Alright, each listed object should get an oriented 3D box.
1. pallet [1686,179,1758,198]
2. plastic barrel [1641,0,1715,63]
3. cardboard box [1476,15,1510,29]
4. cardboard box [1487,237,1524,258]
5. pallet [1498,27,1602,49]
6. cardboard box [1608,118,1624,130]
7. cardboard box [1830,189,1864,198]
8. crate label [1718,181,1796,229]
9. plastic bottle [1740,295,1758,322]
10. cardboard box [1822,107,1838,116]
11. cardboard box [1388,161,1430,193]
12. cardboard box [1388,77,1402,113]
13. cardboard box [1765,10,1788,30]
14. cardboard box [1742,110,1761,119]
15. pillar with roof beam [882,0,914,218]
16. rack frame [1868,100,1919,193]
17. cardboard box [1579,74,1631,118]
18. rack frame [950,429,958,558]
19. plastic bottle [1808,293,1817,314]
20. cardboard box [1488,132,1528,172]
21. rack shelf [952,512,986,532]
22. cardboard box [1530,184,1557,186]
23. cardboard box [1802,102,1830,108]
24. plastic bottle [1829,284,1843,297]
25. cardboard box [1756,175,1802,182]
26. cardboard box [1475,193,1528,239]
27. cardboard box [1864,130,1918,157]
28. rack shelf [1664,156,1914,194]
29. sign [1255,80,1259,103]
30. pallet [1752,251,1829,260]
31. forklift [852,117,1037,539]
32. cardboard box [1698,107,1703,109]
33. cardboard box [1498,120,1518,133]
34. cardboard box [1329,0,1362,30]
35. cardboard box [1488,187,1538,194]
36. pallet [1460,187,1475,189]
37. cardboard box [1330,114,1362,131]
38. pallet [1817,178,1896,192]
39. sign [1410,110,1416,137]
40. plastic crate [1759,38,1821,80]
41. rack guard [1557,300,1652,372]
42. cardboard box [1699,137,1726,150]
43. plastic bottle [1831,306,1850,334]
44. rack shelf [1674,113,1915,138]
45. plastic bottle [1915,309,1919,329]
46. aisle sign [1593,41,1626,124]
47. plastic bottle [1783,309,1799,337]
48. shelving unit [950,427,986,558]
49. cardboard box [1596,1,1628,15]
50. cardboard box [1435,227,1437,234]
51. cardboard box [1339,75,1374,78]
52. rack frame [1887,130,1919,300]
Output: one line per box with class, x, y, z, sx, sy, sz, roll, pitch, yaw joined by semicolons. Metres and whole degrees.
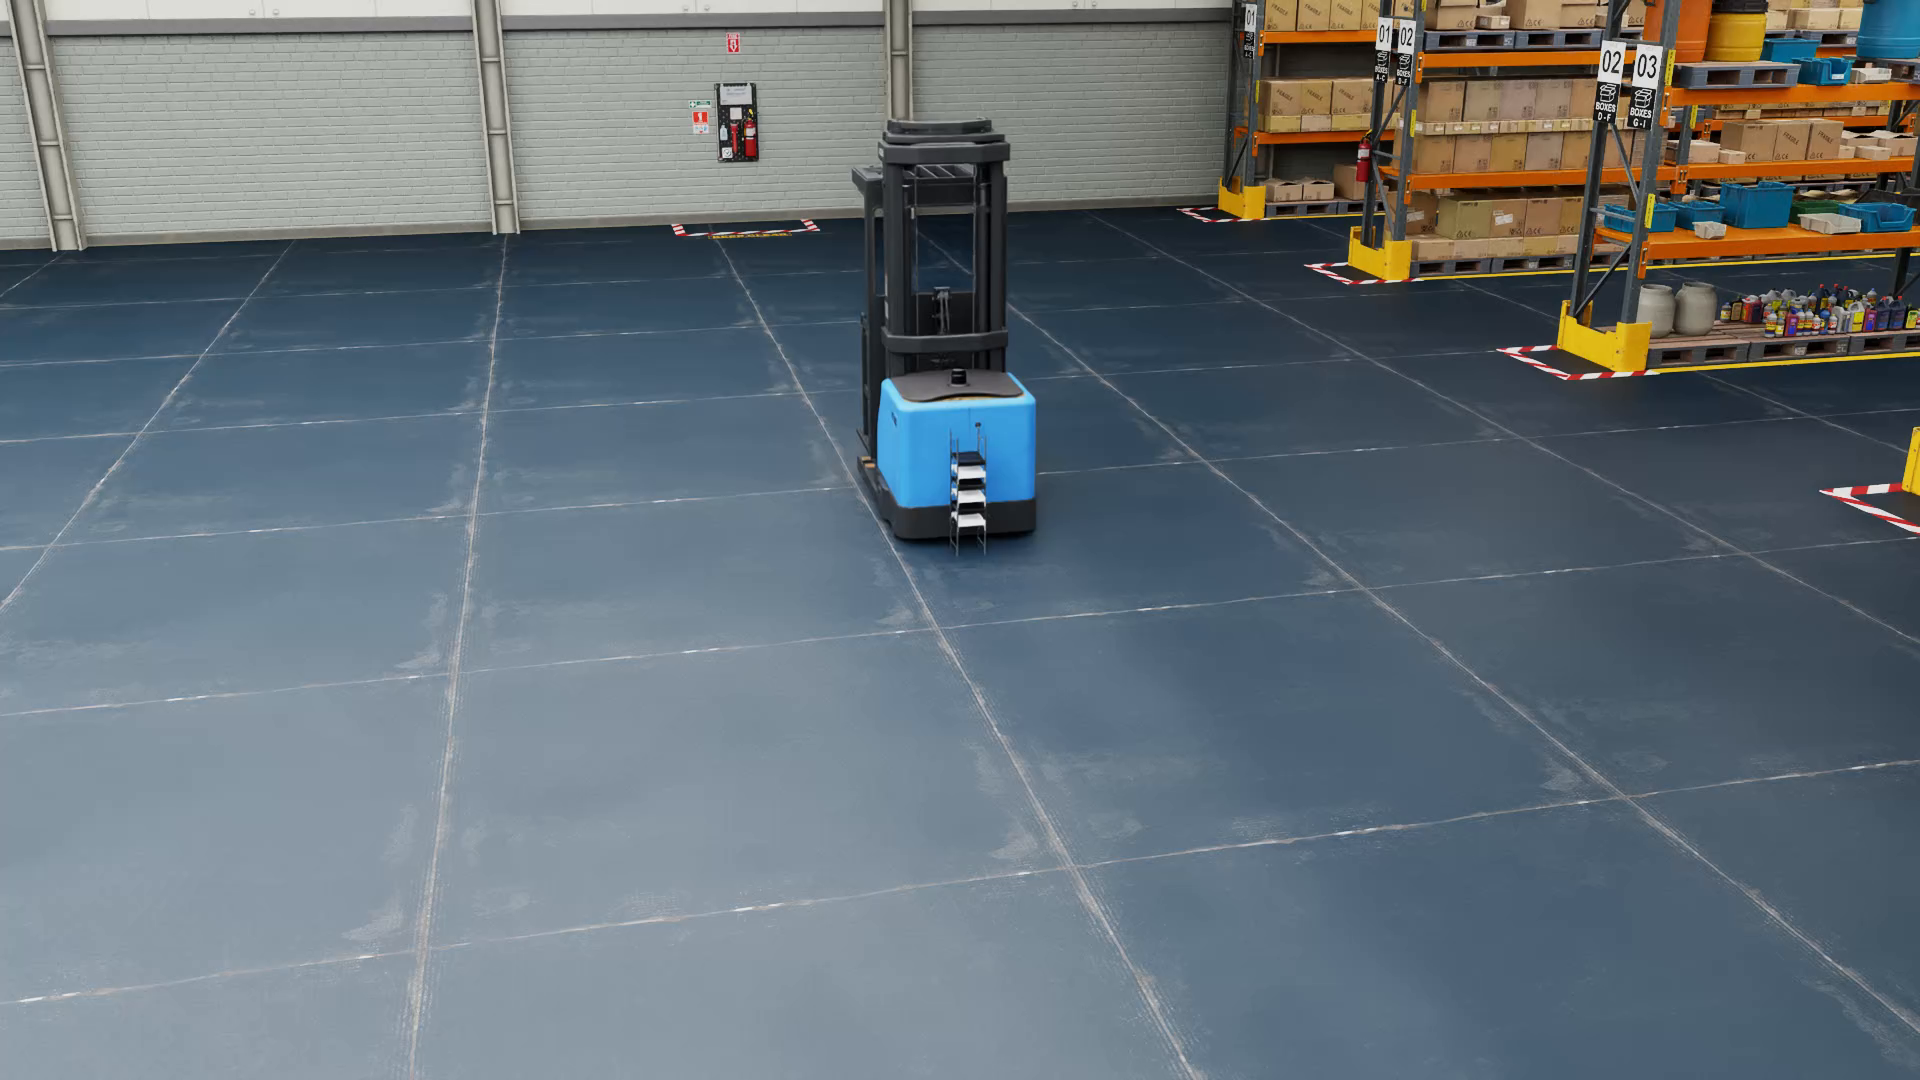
pallet;12.980;-5.983;28.341;1.213;0.211;1.003;-5;21;-12
plastic barrel;7.134;-5.194;16.537;0.708;0.830;0.600;-5;21;-12
cardboard box;6.740;-6.552;21.029;0.250;0.149;0.380;-5;21;-12
cardboard box;7.100;-3.918;22.037;0.500;0.250;0.500;-5;21;-12
pallet;7.438;-6.476;21.400;1.213;0.211;1.003;-5;21;-12
cardboard box;8.481;-5.477;21.818;0.250;0.149;0.380;-5;21;-13
cardboard box;12.762;-4.824;23.693;0.500;0.311;0.500;-4;20;-11
crate label;8.419;-3.559;17.617;0.616;0.435;0.502;-5;21;-12
plastic bottle;8.628;-2.536;18.198;0.135;0.276;0.152;-4;21;-12
cardboard box;14.578;-7.256;28.097;0.250;0.149;0.380;-5;21;-14
cardboard box;7.302;-5.876;26.989;0.500;0.500;0.500;-6;21;-17
cardboard box;6.937;-7.011;26.192;0.500;0.500;0.500;-5;21;-14
cardboard box;10.582;-6.906;22.053;0.500;0.250;0.500;-7;21;-18
cardboard box;13.095;-7.105;27.685;0.250;0.149;0.380;-4;20;-11
pillar with roof beam;0.044;-7.868;20.710;0.400;9.000;9.100;-5;21;-12
rack frame;16.089;-7.572;28.624;0.127;3.000;1.000;-5;21;-12
cardboard box;8.525;-5.859;21.917;0.500;0.500;0.700;-5;21;-13
rack frame;-0.041;-0.333;11.914;0.006;0.900;0.240;-5;21;-12
plastic bottle;9.384;-2.584;18.334;0.097;0.271;0.097;0;20;0
cardboard box;7.006;-5.124;21.797;0.500;0.500;0.700;-5;21;-12
rack shelf;0.058;-0.140;12.009;0.200;0.077;0.258;-5;21;-12
cardboard box;9.507;-6.093;27.581;0.500;0.500;0.700;-5;21;-14
cardboard box;14.227;-7.525;27.889;0.500;0.500;0.500;-4;21;-11
plastic bottle;9.702;-2.660;18.427;0.185;0.351;0.144;-4;21;-11
cardboard box;13.796;-6.524;28.279;0.750;0.750;0.750;-5;21;-13
cardboard box;7.097;-4.274;21.919;0.500;0.500;0.500;-5;21;-12
cardboard box;12.975;-5.541;23.210;0.500;0.311;0.500;-3;20;-9
rack shelf;11.393;-5.101;22.925;4.000;0.370;1.077;-5;21;-12
sign;4.536;-6.847;25.386;0.005;0.325;0.100;-5;21;-12
pallet;11.344;-4.140;23.311;1.213;0.211;1.003;-5;21;-12
forklift;-0.234;-1.856;13.120;1.130;2.935;3.031;-4;21;-11
cardboard box;12.454;-7.258;28.104;0.250;0.149;0.380;-4;21;-12
cardboard box;6.990;-5.357;21.489;0.250;0.149;0.380;-5;21;-14
cardboard box;5.829;-8.103;25.537;0.500;0.500;0.500;-4;20;-10
cardboard box;7.464;-4.488;22.501;0.500;0.500;0.500;-5;21;-12
pallet;9.061;-5.691;27.544;1.213;0.211;1.003;-5;21;-12
cardboard box;5.958;-6.577;26.098;0.500;0.250;0.500;-5;21;-13
pallet;15.355;-6.176;28.868;1.213;0.211;1.003;-5;21;-12
sign;5.676;-5.221;20.834;0.005;0.325;0.100;-5;21;-12
plastic crate;8.477;-4.958;17.152;0.575;0.384;0.392;-5;21;-12
rack guard;6.753;-2.154;17.467;0.348;0.500;1.175;-5;21;-12
cardboard box;10.260;-5.349;22.750;0.258;0.266;0.396;-5;21;-14
plastic bottle;9.362;-2.350;17.690;0.135;0.276;0.152;-4;21;-11
rack shelf;14.142;-7.076;28.315;4.000;0.370;1.077;-5;21;-12
plastic bottle;10.302;-2.382;17.885;0.097;0.201;0.097;0;20;0
aisle sign;6.552;-4.620;16.787;0.004;0.787;0.394;-5;21;-12
plastic bottle;8.751;-2.288;17.509;0.133;0.283;0.061;-4;21;-12
shelving unit;0.058;-0.340;11.936;0.210;0.900;0.258;-5;21;-12
cardboard box;8.370;-6.916;21.788;0.500;0.311;0.500;-6;21;-15
cardboard box;6.492;-4.055;22.411;0.500;0.250;0.500;-5;21;-12
cardboard box;6.305;-7.140;26.545;0.500;0.500;0.500;-4;21;-12
rack frame;10.583;-3.622;17.842;0.127;3.000;1.000;-5;21;-12
